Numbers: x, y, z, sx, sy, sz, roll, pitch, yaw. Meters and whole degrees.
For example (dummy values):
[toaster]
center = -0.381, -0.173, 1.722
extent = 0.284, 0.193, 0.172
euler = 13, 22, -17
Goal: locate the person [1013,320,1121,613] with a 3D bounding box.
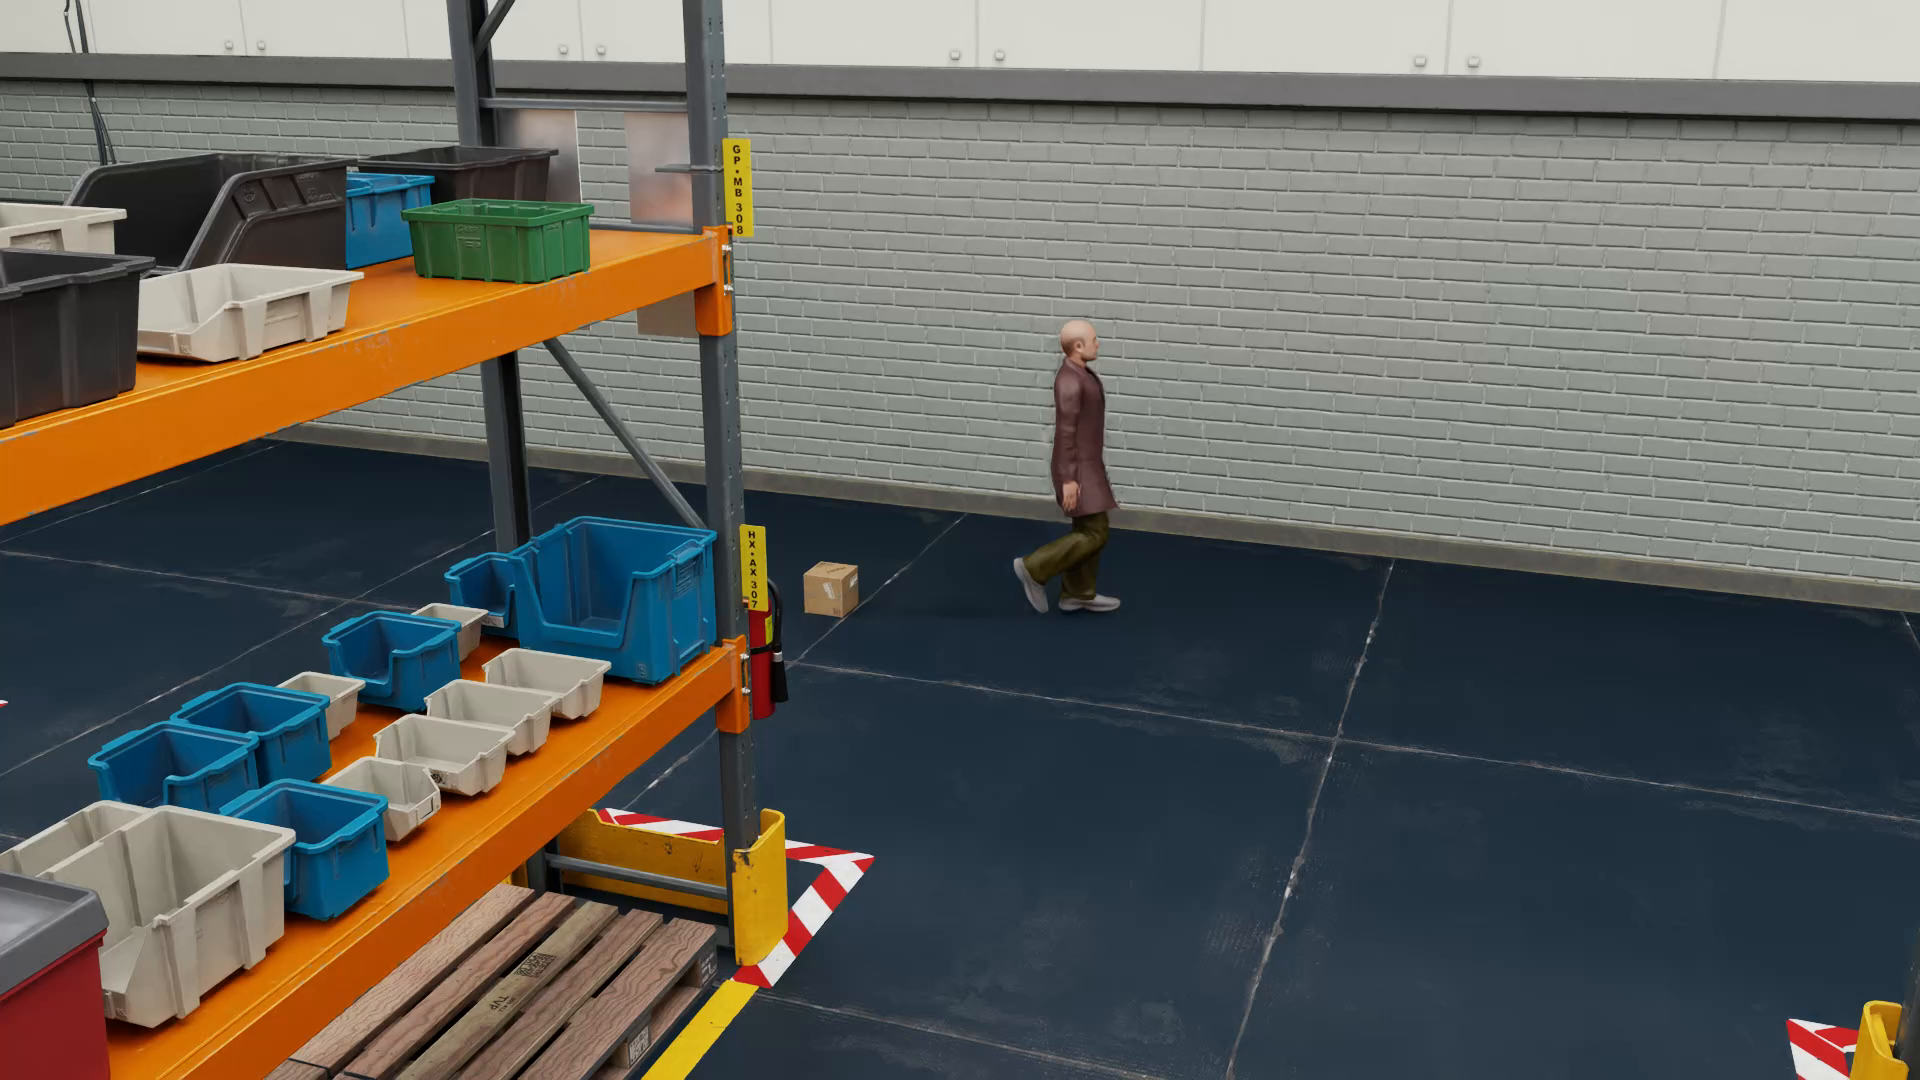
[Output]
[person]
center = 0.645, -0.360, 9.737
extent = 0.638, 1.666, 0.604
euler = 2, 19, 7
